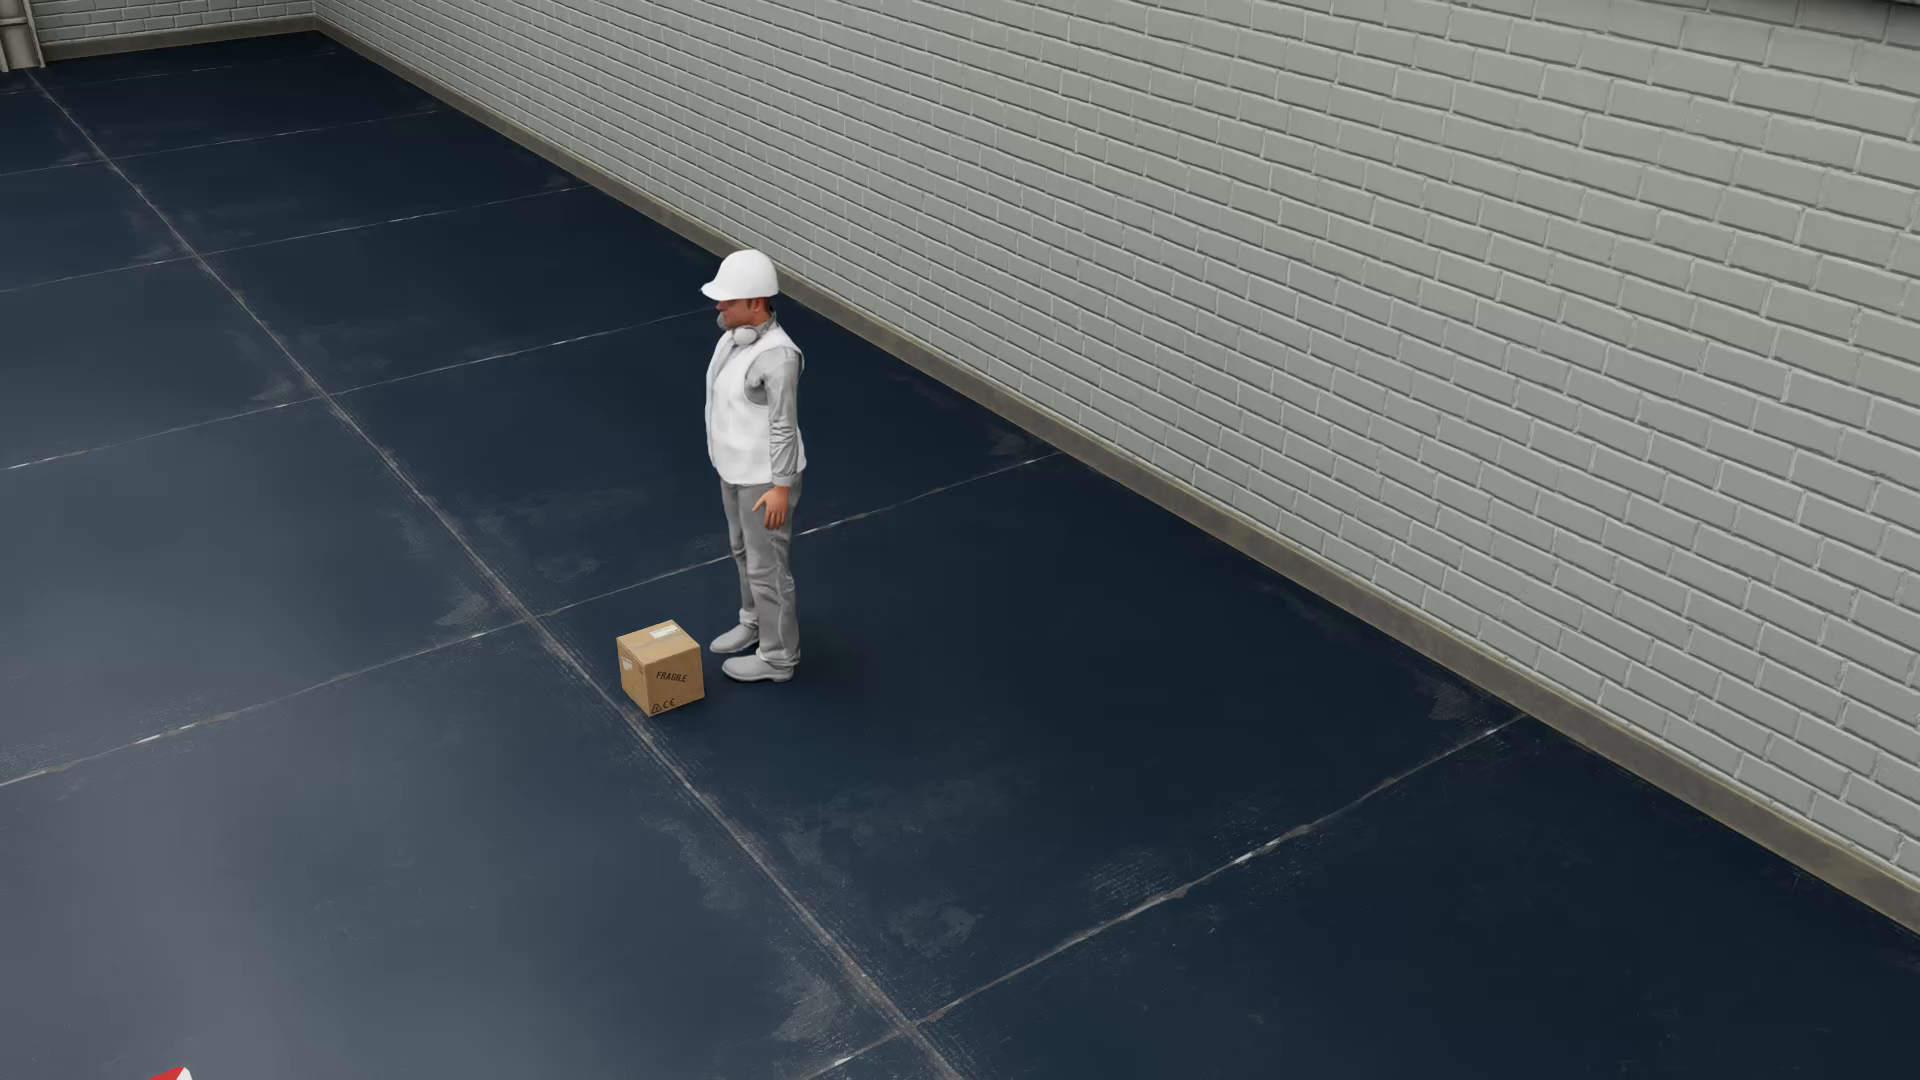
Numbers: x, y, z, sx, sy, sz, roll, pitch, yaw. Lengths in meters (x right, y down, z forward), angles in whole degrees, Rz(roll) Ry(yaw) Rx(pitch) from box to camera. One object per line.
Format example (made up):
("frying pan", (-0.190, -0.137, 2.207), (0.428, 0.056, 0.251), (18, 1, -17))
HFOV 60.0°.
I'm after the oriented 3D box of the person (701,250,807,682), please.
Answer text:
("person", (-0.835, -0.286, 6.618), (0.403, 1.789, 0.559), (-13, 31, -22))
